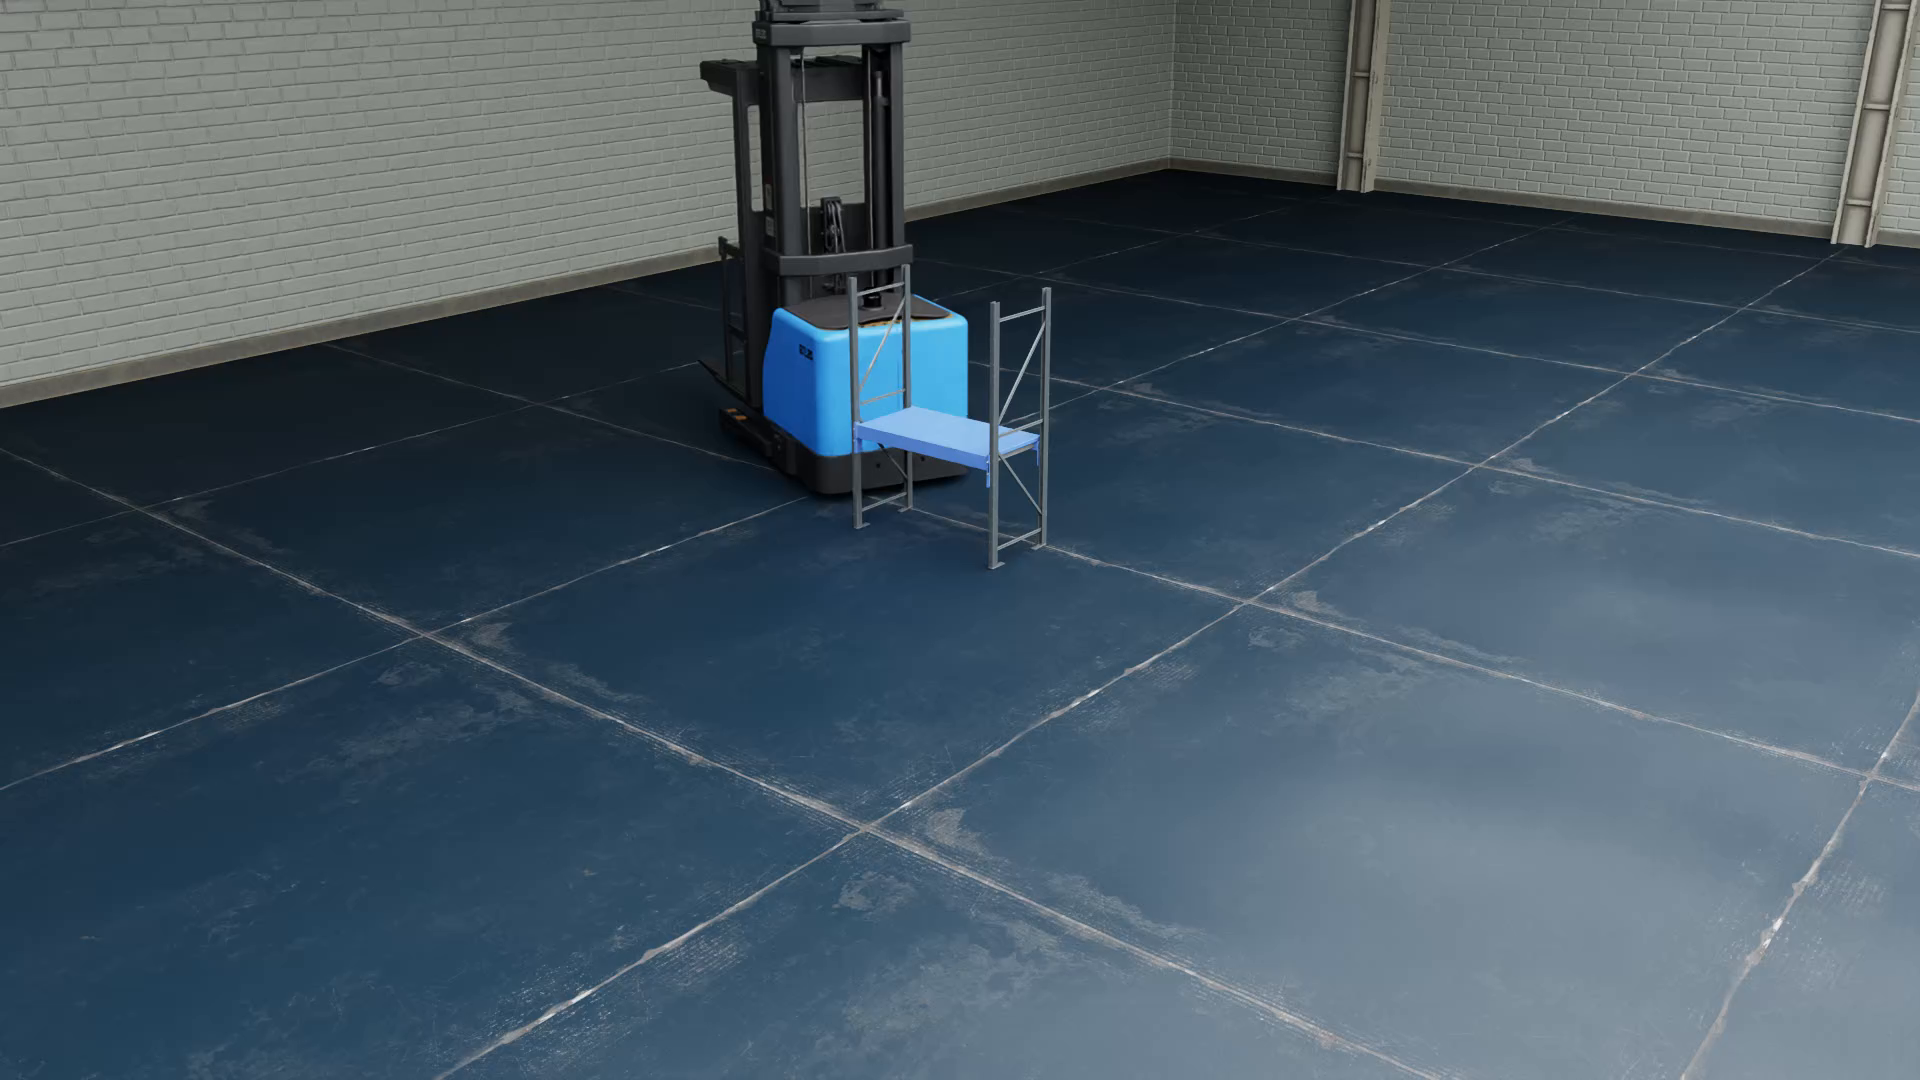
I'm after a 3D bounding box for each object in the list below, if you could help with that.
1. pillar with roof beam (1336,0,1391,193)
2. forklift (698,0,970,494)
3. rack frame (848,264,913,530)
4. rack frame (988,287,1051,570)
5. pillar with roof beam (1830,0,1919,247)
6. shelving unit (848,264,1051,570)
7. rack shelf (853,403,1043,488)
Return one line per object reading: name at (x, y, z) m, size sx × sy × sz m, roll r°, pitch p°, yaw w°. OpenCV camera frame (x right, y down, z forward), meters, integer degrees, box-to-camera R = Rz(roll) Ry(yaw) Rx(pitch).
pillar with roof beam at (2.484, -7.646, 17.190) m, size 0.400 × 9.000 × 9.100 m, roll 16°, pitch 26°, yaw 36°
forklift at (-1.040, -2.133, 11.172) m, size 1.130 × 2.935 × 3.031 m, roll -10°, pitch 23°, yaw -24°
rack frame at (-0.460, -0.834, 9.755) m, size 0.032 × 1.500 × 0.500 m, roll 16°, pitch 26°, yaw 36°
rack frame at (0.328, -0.607, 9.153) m, size 0.032 × 1.500 × 0.500 m, roll 16°, pitch 26°, yaw 36°
pillar with roof beam at (7.133, -6.307, 13.640) m, size 0.400 × 9.000 × 9.100 m, roll 16°, pitch 26°, yaw 36°
shelving unit at (-0.066, -0.721, 9.454) m, size 1.048 × 1.500 × 0.538 m, roll 16°, pitch 26°, yaw 36°
rack shelf at (-0.066, -0.552, 9.517) m, size 1.000 × 0.185 × 0.538 m, roll 16°, pitch 26°, yaw 36°
